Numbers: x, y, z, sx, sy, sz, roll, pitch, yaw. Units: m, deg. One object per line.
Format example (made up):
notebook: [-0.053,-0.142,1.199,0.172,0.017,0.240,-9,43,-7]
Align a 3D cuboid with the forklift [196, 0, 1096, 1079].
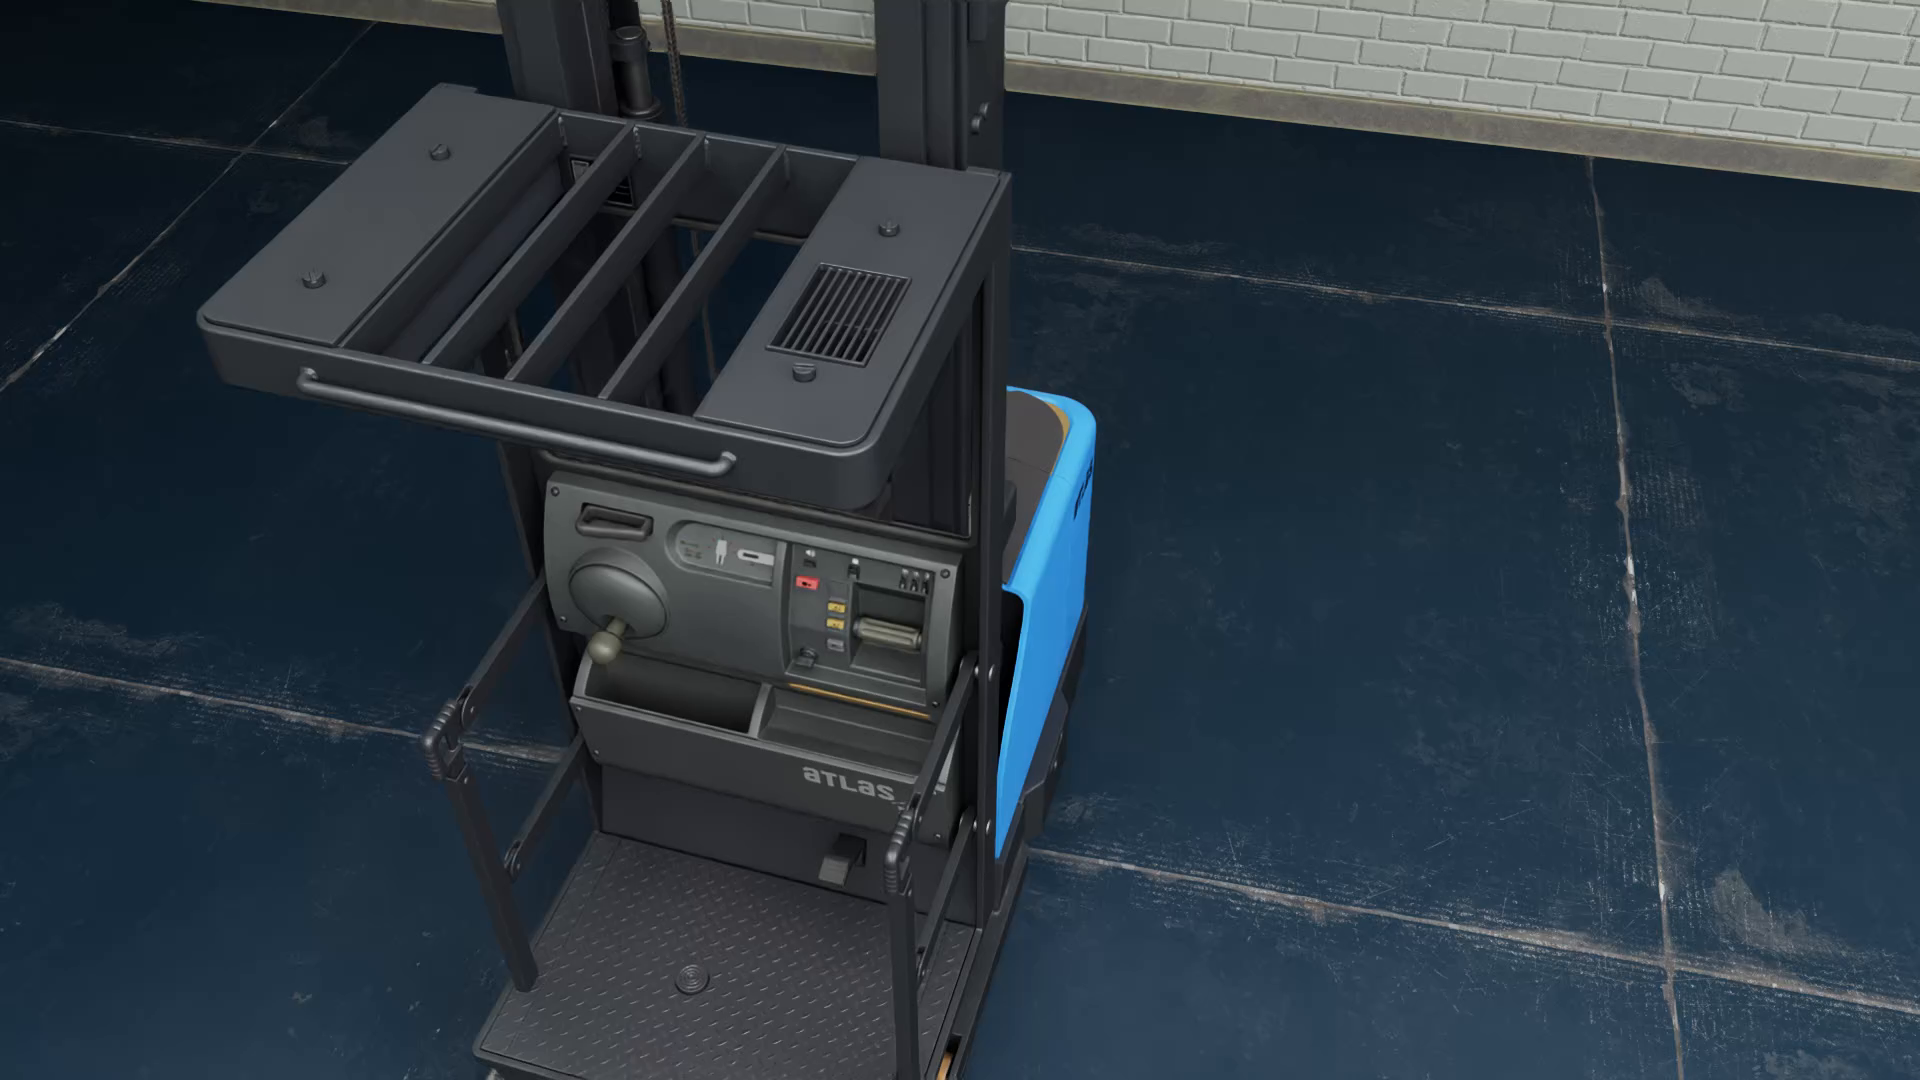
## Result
forklift: [-0.518,0.216,3.412,1.130,2.935,3.031,12,45,12]
